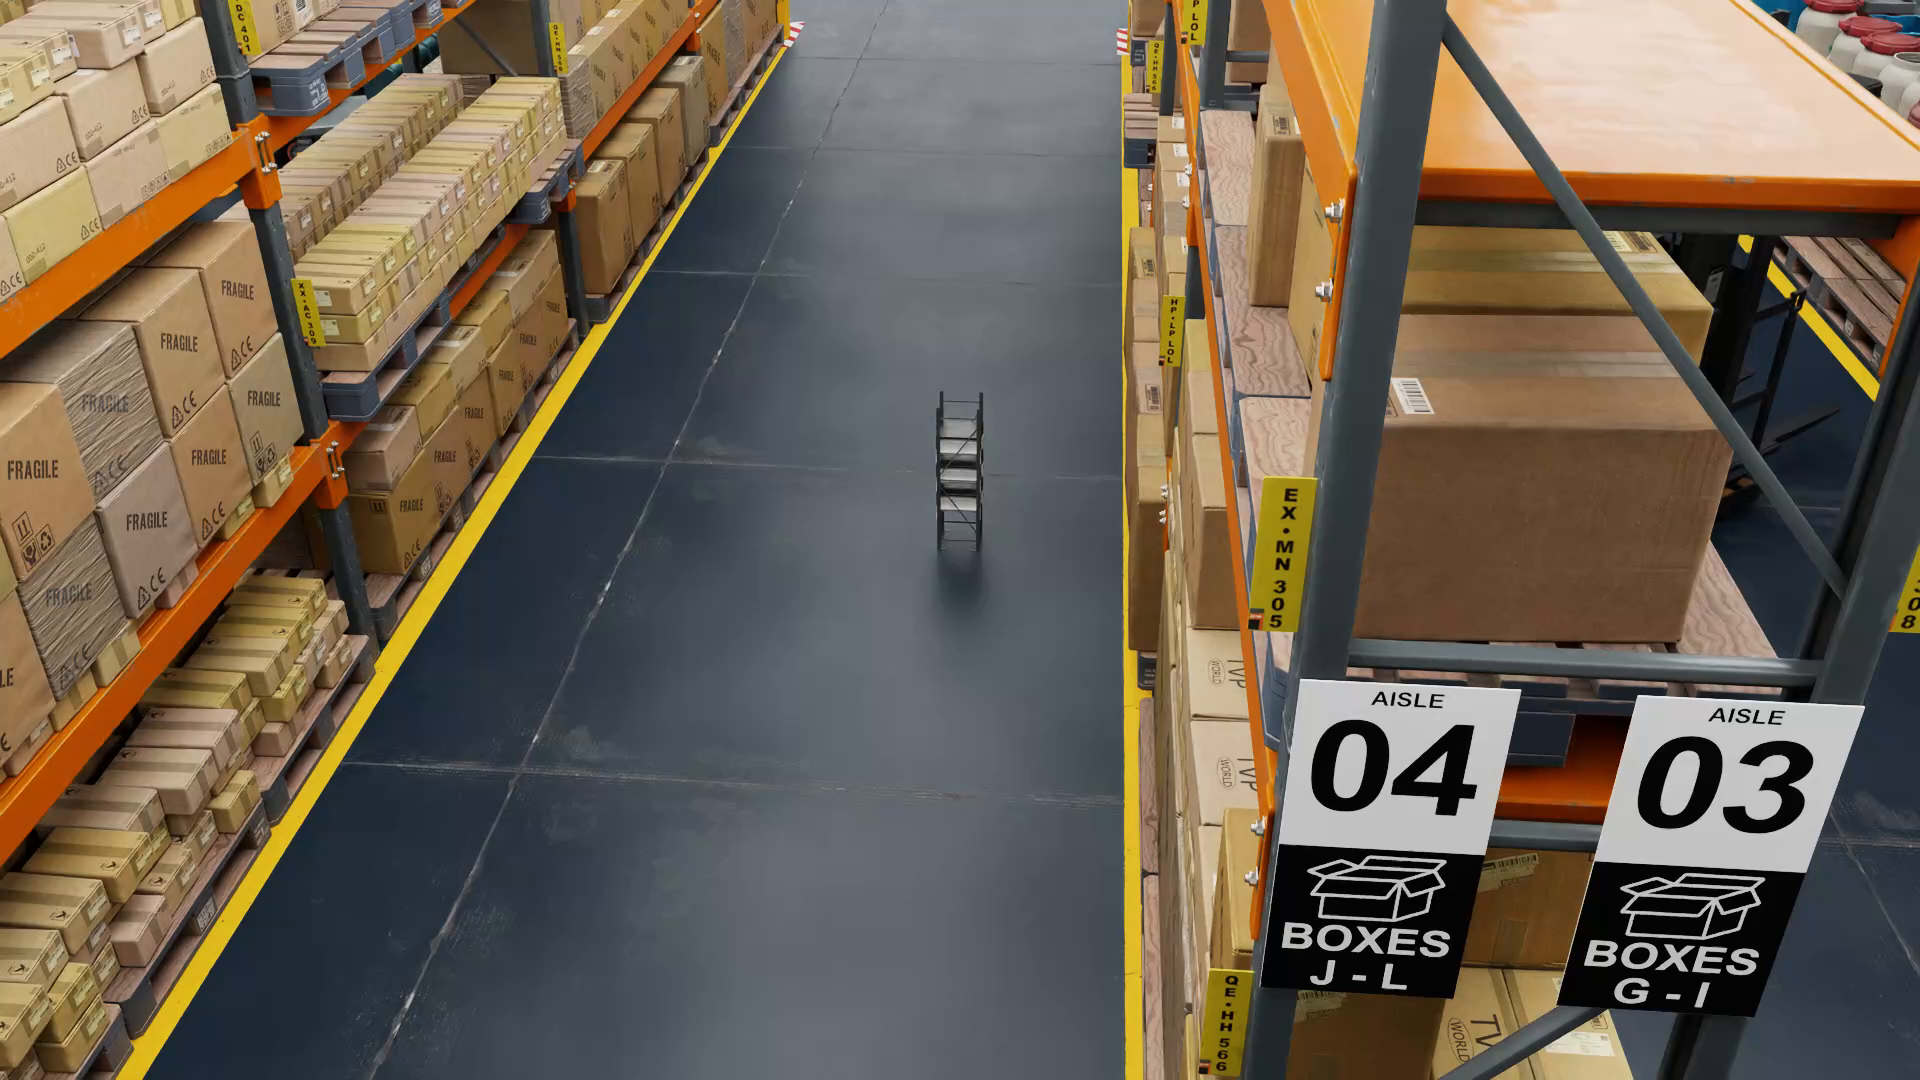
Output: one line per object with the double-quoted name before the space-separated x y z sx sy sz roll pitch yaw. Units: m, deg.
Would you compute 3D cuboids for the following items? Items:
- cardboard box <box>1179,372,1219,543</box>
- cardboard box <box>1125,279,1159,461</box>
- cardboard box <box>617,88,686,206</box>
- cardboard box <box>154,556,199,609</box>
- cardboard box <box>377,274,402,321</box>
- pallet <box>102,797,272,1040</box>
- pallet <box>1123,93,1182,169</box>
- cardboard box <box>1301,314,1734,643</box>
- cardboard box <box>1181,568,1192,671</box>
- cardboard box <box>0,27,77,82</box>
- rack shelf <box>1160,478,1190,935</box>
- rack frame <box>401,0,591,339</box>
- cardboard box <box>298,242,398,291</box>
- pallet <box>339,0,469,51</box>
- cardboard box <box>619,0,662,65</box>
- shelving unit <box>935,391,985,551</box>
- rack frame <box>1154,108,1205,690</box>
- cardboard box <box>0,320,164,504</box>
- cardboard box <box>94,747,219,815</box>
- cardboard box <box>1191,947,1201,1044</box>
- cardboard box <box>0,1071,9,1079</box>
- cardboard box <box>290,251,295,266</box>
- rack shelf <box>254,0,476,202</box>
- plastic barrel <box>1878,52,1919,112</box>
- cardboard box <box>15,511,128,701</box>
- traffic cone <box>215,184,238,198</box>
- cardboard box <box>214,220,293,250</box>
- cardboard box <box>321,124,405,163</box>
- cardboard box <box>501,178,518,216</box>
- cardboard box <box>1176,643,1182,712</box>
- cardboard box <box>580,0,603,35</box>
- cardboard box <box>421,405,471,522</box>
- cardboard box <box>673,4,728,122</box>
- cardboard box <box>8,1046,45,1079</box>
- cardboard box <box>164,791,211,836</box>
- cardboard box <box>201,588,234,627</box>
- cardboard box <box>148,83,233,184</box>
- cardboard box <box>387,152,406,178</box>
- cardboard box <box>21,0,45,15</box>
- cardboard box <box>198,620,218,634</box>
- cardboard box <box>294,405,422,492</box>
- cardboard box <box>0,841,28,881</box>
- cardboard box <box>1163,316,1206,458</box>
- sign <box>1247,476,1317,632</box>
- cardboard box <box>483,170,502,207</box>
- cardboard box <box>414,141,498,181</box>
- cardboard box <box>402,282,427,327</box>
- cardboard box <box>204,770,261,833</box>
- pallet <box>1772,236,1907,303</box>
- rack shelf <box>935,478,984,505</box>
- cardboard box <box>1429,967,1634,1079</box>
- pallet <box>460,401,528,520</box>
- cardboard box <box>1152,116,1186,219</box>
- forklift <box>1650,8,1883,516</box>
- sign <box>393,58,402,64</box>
"cardboard box" 1.106 -0.297 6.297 0.500 0.500 0.500 2 32 4
"cardboard box" 1.616 -0.952 9.840 1.225 0.875 0.875 3 32 4
"cardboard box" -2.880 -3.248 13.685 1.050 0.750 0.750 2 32 4
"cardboard box" -3.309 0.144 6.677 0.380 0.149 0.250 1 32 2
"cardboard box" -2.978 -1.197 8.169 0.380 0.149 0.250 2 32 3
"pallet" -3.604 1.503 6.890 1.003 0.211 1.213 2 32 4
"pallet" 1.725 -2.799 11.395 1.213 0.211 1.003 2 32 4
"cardboard box" 1.111 -0.135 3.440 0.700 0.500 0.500 1 32 1
"cardboard box" 1.066 0.291 6.058 0.500 0.250 0.500 3 32 5
"cardboard box" -3.369 -1.696 5.851 0.380 0.149 0.250 4 32 6
"rack shelf" 1.284 0.941 5.831 1.077 0.370 4.000 2 32 4
"rack frame" -3.162 -2.768 11.162 1.000 3.000 0.127 2 32 4
"cardboard box" -2.981 -1.334 8.107 0.380 0.149 0.250 3 32 5
"pallet" -3.250 -2.734 8.427 1.213 0.211 1.003 2 32 4
"cardboard box" -2.695 -4.089 13.211 0.500 0.500 0.500 3 32 5
"shelving unit" -0.001 -0.379 9.287 0.258 0.900 0.210 2 32 4
"rack frame" 1.447 -0.411 7.339 1.000 3.000 0.127 2 32 4
"cardboard box" -3.349 -0.476 6.112 0.500 0.500 0.500 3 32 5
"cardboard box" -3.290 0.988 6.818 0.380 0.149 0.250 1 32 2
"cardboard box" 0.864 1.319 4.770 0.380 0.149 0.250 3 32 4
"cardboard box" -3.437 1.920 5.589 0.380 0.149 0.250 2 32 4
"cardboard box" -3.609 -1.359 8.431 0.380 0.149 0.250 4 32 6
"rack shelf" -3.325 -2.693 8.867 1.077 0.370 4.000 2 32 4
"plastic barrel" 6.615 -3.106 11.605 0.421 0.512 0.421 0 32 0
"cardboard box" -3.396 0.220 5.936 0.500 0.500 0.500 2 32 3
"traffic cone" -6.484 -3.230 14.330 0.336 0.463 0.334 2 32 4
"cardboard box" -3.606 -1.495 8.369 0.380 0.149 0.250 1 32 2
"cardboard box" -3.479 -2.311 9.693 0.380 0.149 0.250 4 32 6
"cardboard box" -2.831 -2.027 9.799 0.380 0.149 0.250 1 32 2
"cardboard box" 0.987 0.514 6.077 0.380 0.149 0.250 3 32 5
"cardboard box" -3.036 -4.003 12.119 0.700 0.500 0.500 2 32 3
"cardboard box" -3.122 -0.443 9.372 0.500 0.500 0.500 4 32 6
"cardboard box" -2.716 -4.460 15.532 0.875 0.875 0.875 3 32 5
"cardboard box" -3.499 1.920 5.874 0.380 0.149 0.250 3 32 5
"cardboard box" -3.372 1.094 6.930 0.380 0.149 0.250 1 32 2
"cardboard box" -3.723 0.277 7.972 0.380 0.149 0.250 4 32 6
"cardboard box" -3.259 -1.621 6.586 0.500 0.250 0.500 3 32 5
"cardboard box" -3.482 -2.178 9.762 0.380 0.149 0.250 3 32 4
"cardboard box" -3.753 -2.130 6.555 0.380 0.149 0.250 2 32 3
"cardboard box" -3.836 0.408 8.043 0.380 0.149 0.250 4 32 6
"cardboard box" -3.165 -0.485 8.726 0.500 0.250 0.500 1 32 2
"cardboard box" -3.868 1.231 6.424 0.380 0.149 0.250 1 32 2
"cardboard box" 1.213 -0.710 7.728 0.500 0.500 0.500 3 32 4
"sign" 0.582 0.029 2.996 0.100 0.325 0.005 2 32 4
"cardboard box" -2.852 -2.014 9.495 0.380 0.149 0.250 3 32 5
"cardboard box" -2.853 -2.141 9.417 0.380 0.149 0.250 4 32 6
"cardboard box" -2.957 -1.210 8.474 0.380 0.149 0.250 3 32 4
"cardboard box" -3.265 1.120 7.172 0.380 0.149 0.250 2 32 4
"pallet" 6.913 -2.144 12.808 1.003 0.211 1.213 2 32 4
"rack shelf" -0.001 -0.274 9.352 0.258 0.077 0.200 2 32 4
"cardboard box" 1.430 1.378 4.295 0.500 0.250 0.500 2 32 3
"pallet" -3.329 -0.536 10.199 1.003 0.211 1.213 2 32 4
"cardboard box" 1.462 -2.303 10.313 0.500 0.500 0.500 3 32 5
"forklift" 4.128 -1.598 9.330 3.031 2.935 1.130 -20 37 -29
"sign" -3.716 -3.283 10.894 0.100 0.325 0.005 2 32 4
